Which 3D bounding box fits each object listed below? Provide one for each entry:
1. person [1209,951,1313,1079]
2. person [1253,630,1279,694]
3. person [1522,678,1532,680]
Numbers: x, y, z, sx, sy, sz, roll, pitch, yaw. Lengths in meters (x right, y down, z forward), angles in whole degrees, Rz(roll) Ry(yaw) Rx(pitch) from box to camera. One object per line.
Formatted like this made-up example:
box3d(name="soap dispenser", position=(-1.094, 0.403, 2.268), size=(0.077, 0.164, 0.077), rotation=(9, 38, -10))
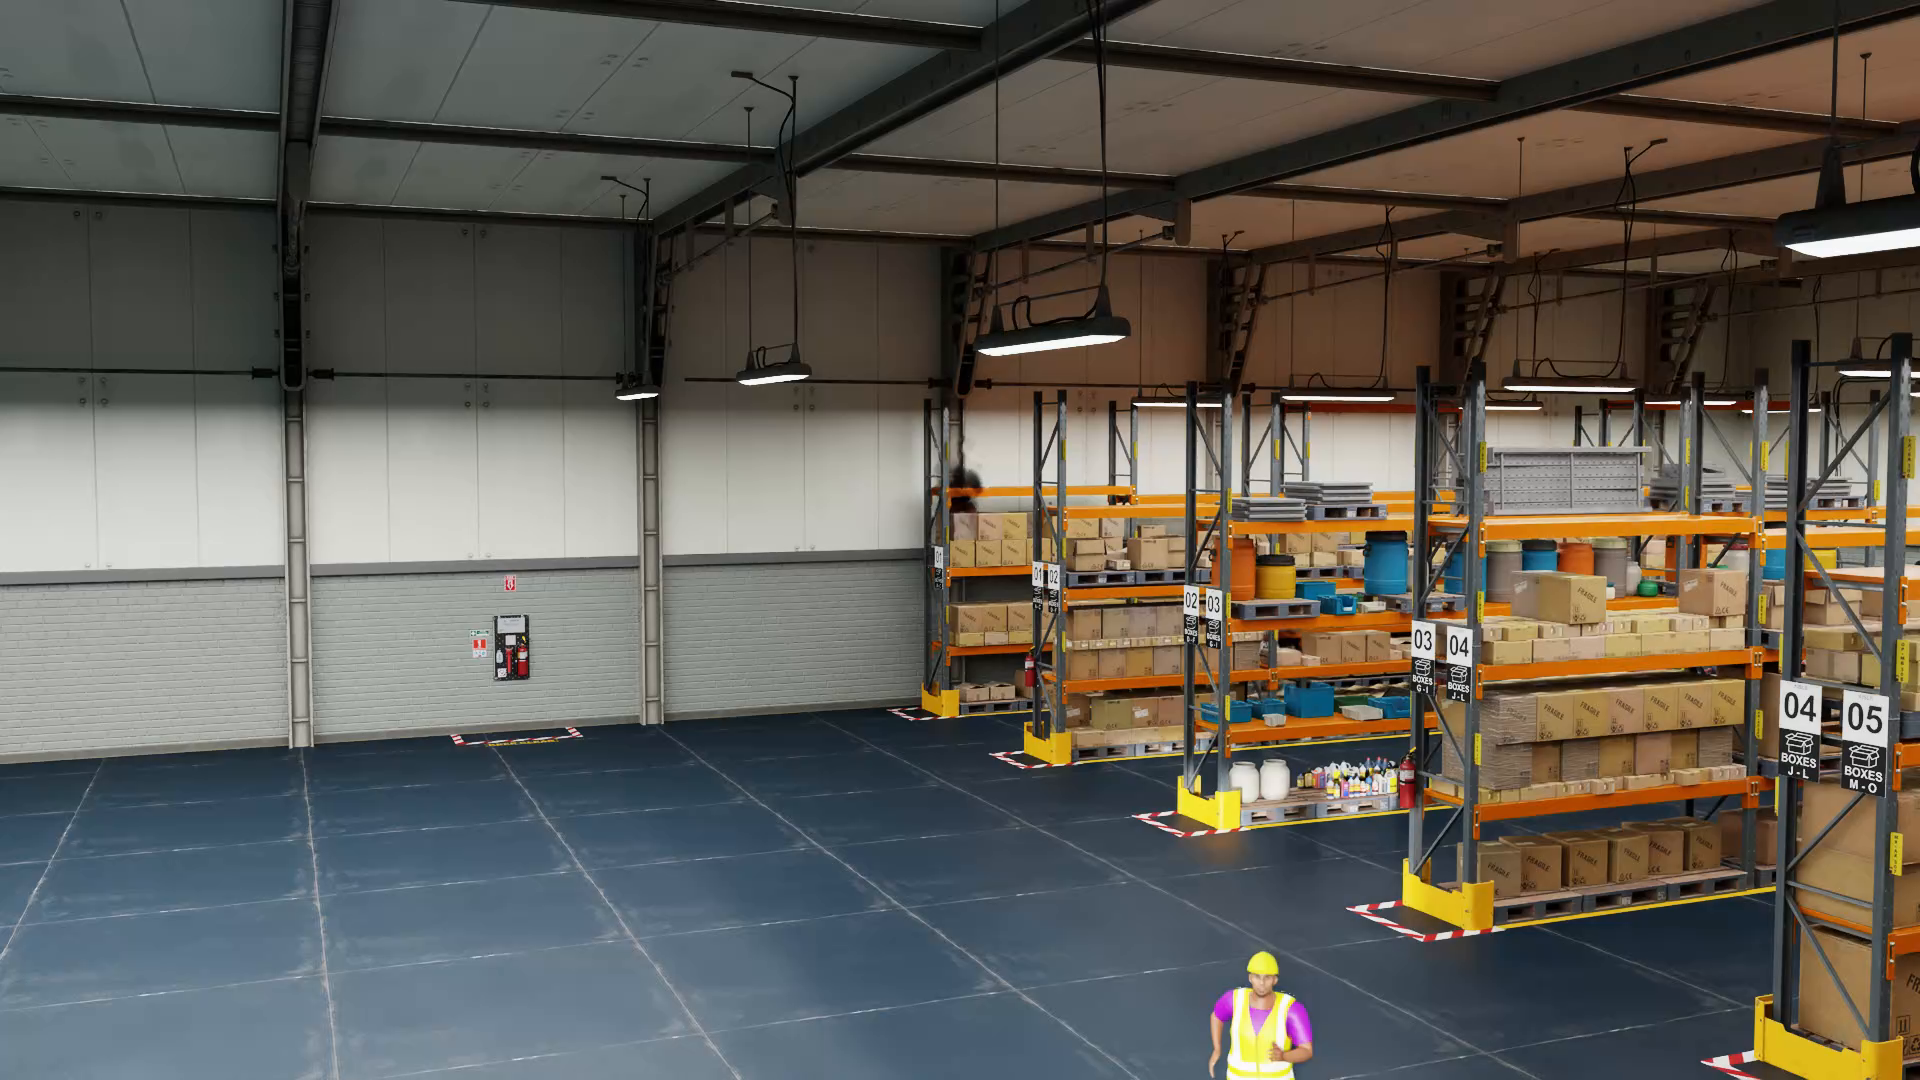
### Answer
box3d(name="person", position=(1.987, 3.622, 10.999), size=(0.677, 1.821, 0.820), rotation=(1, 3, 11))
box3d(name="person", position=(5.745, 2.472, 31.127), size=(0.911, 1.673, 0.557), rotation=(-2, 4, -31))
box3d(name="person", position=(9.373, 2.732, 27.807), size=(0.678, 1.607, 0.525), rotation=(-2, 4, -28))
